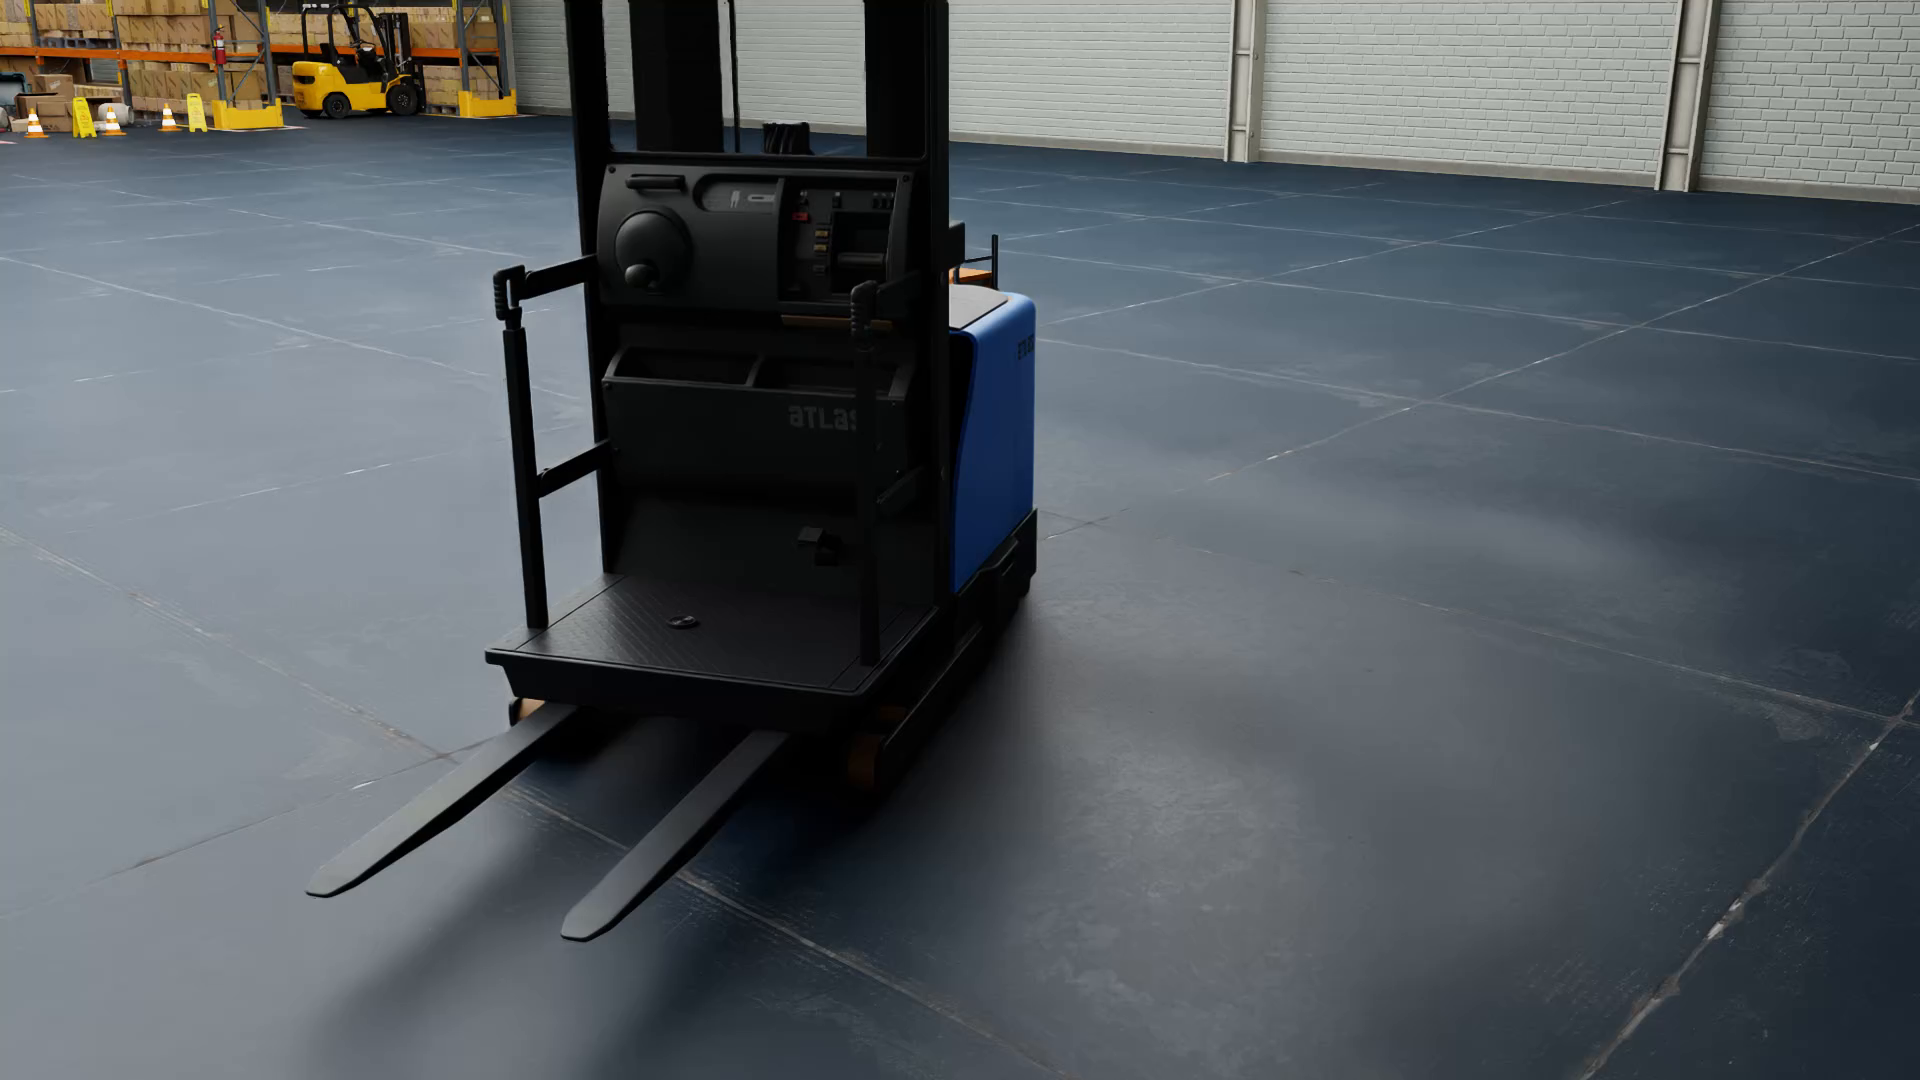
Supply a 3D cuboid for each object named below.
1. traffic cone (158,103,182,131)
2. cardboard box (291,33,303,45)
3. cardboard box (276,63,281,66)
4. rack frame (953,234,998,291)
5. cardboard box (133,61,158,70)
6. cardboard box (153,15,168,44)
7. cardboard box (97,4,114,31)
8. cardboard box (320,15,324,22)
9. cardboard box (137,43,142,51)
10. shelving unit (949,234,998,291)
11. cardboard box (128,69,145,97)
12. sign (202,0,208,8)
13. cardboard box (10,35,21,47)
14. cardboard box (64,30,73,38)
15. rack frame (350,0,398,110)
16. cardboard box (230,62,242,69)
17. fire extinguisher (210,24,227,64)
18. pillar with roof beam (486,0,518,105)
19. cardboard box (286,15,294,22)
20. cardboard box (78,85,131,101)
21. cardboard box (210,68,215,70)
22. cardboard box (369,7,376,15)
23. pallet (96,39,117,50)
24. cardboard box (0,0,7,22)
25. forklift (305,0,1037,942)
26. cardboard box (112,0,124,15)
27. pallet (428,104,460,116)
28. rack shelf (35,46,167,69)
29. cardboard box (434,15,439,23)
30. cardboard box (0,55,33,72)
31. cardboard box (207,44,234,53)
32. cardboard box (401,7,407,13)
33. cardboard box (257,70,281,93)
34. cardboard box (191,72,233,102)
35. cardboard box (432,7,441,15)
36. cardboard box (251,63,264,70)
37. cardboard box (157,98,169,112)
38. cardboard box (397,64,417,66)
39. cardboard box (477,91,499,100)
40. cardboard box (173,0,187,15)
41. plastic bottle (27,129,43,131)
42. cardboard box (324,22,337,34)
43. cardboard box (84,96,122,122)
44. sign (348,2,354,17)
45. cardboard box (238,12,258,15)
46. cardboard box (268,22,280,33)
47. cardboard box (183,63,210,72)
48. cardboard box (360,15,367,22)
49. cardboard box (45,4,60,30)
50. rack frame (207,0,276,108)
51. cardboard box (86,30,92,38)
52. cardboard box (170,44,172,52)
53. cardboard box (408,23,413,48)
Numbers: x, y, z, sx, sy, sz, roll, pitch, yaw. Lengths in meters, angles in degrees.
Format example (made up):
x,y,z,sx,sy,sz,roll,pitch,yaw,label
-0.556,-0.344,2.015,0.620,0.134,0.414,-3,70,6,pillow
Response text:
x,y,z,sx,sy,sz,roll,pitch,yaw,label
-14.042,-7.504,29.490,0.334,0.463,0.336,15,23,39,traffic cone
-14.623,-11.229,37.282,0.500,0.250,0.500,14,22,38,cardboard box
-15.920,-11.201,39.312,0.250,0.149,0.380,16,24,41,cardboard box
0.059,-0.556,6.381,0.015,1.200,0.240,15,23,39,rack frame
-15.540,-9.059,31.738,0.250,0.149,0.380,15,23,40,cardboard box
-14.563,-9.463,30.814,0.500,0.500,0.500,15,23,40,cardboard box
-16.354,-10.152,32.290,0.500,0.500,0.500,15,23,38,cardboard box
-13.759,-11.419,36.396,0.250,0.149,0.380,14,23,38,cardboard box
-15.391,-9.380,31.626,0.250,0.149,0.380,15,23,39,cardboard box
-0.124,-0.605,6.535,0.503,1.200,0.258,15,23,39,shelving unit
-15.594,-8.789,31.958,0.500,0.500,0.500,16,24,42,cardboard box
-13.247,-9.499,29.148,0.005,0.325,0.100,15,23,39,sign
-19.791,-10.595,35.285,0.500,0.250,0.500,16,23,40,cardboard box
-17.941,-10.277,33.758,0.380,0.149,0.250,-17,24,-42,cardboard box
-12.564,-10.845,35.826,0.127,3.000,1.000,15,23,39,rack frame
-17.216,-11.342,39.756,0.250,0.149,0.380,15,23,39,cardboard box
-13.084,-8.754,29.365,0.183,0.674,0.296,15,23,39,fire extinguisher
-12.352,-12.271,30.402,0.400,9.000,9.100,15,23,39,pillar with roof beam
-14.899,-11.726,37.363,0.250,0.149,0.380,15,23,40,cardboard box
-17.311,-9.057,33.840,0.625,0.372,0.950,16,24,41,cardboard box
-17.930,-11.208,40.406,0.500,0.500,0.500,15,23,39,cardboard box
-12.255,-11.185,35.166,0.250,0.149,0.380,15,23,40,cardboard box
-16.331,-9.816,32.901,1.213,0.211,1.003,15,23,39,pallet
-20.164,-11.296,35.428,0.500,0.500,0.500,15,23,39,cardboard box
-0.636,-0.848,4.439,1.130,2.935,3.031,5,18,16,forklift
-15.671,-10.250,31.641,0.500,0.500,0.700,15,23,39,cardboard box
-10.172,-8.857,34.171,1.213,0.211,1.003,15,23,39,pallet
-17.352,-9.780,33.659,4.000,0.370,1.077,15,23,39,rack shelf
-10.382,-10.516,33.550,0.250,0.149,0.380,16,23,40,cardboard box
-20.642,-10.229,36.703,0.875,0.875,0.875,16,24,41,cardboard box
-13.286,-8.825,29.876,0.250,0.149,0.380,16,24,41,cardboard box
-11.308,-10.926,34.351,0.250,0.149,0.380,15,23,39,cardboard box
-16.015,-10.693,38.786,0.500,0.500,0.500,16,24,41,cardboard box
-13.636,-8.267,30.314,0.500,0.500,0.500,15,23,40,cardboard box
-10.399,-10.654,33.494,0.250,0.149,0.380,16,23,40,cardboard box
-16.318,-11.056,38.856,0.250,0.149,0.380,14,22,36,cardboard box
-14.788,-8.221,31.408,0.500,0.250,0.500,15,23,39,cardboard box
-11.655,-9.841,34.860,0.500,0.250,0.500,16,24,41,cardboard box
-9.810,-9.075,34.098,0.500,0.250,0.500,15,23,39,cardboard box
-13.765,-9.741,30.036,0.500,0.500,0.700,15,23,40,cardboard box
-16.210,-7.167,29.094,0.283,0.061,0.133,7,19,21,plastic bottle
-13.490,-11.154,36.222,0.500,0.250,0.500,14,23,38,cardboard box
-15.958,-8.008,31.015,0.500,0.500,0.500,-3,18,-8,cardboard box
-12.917,-11.235,35.270,0.005,0.325,0.100,15,23,39,sign
-16.899,-12.184,39.178,0.637,0.503,0.797,14,23,38,cardboard box
-15.403,-11.665,37.831,0.500,0.250,0.500,15,23,39,cardboard box
-13.956,-8.635,30.400,0.250,0.149,0.380,16,24,41,cardboard box
-12.500,-11.079,35.324,0.250,0.149,0.380,15,23,38,cardboard box
-18.270,-10.668,33.918,0.500,0.500,0.500,17,24,42,cardboard box
-12.864,-8.918,29.754,0.127,3.000,1.000,15,23,39,rack frame
-17.019,-9.994,32.864,0.250,0.149,0.380,15,23,40,cardboard box
-14.416,-9.137,30.857,0.250,0.149,0.380,15,23,39,cardboard box
-11.263,-10.437,34.373,0.500,0.500,0.500,15,23,40,cardboard box
